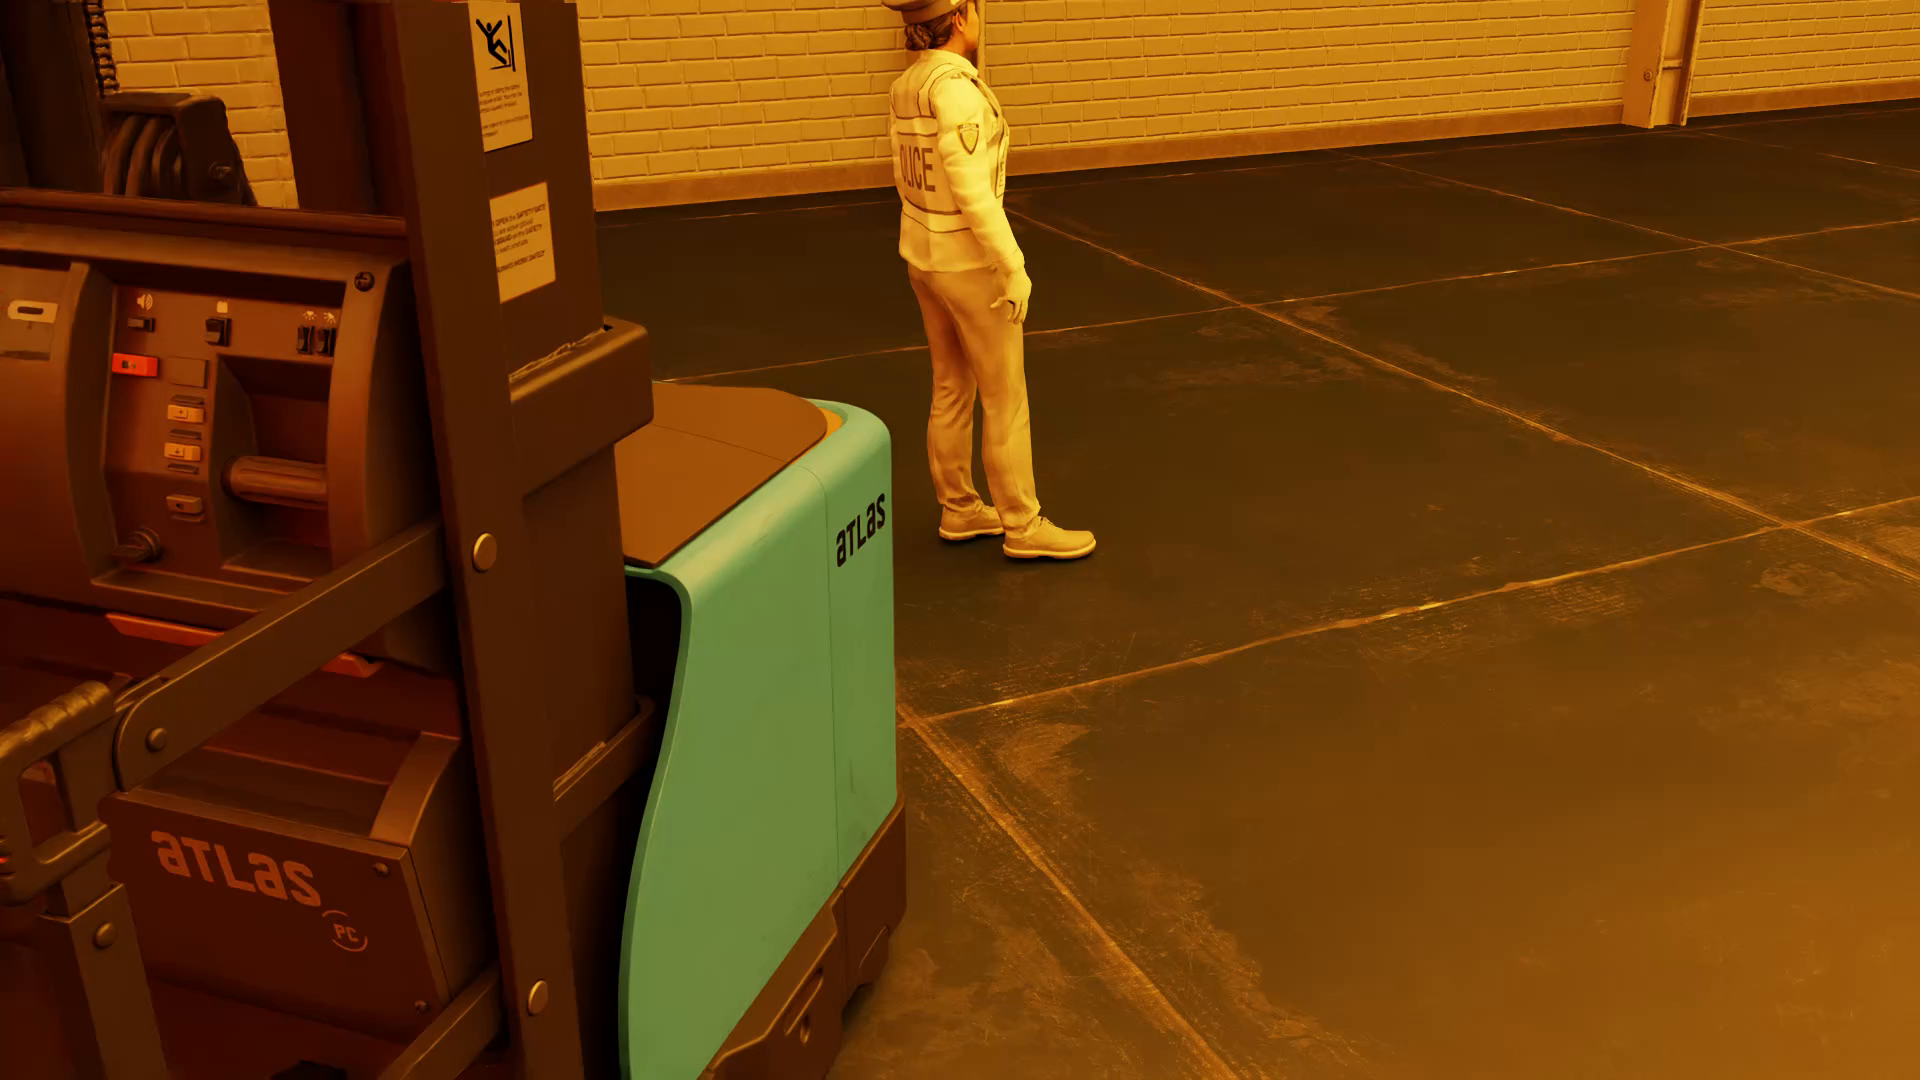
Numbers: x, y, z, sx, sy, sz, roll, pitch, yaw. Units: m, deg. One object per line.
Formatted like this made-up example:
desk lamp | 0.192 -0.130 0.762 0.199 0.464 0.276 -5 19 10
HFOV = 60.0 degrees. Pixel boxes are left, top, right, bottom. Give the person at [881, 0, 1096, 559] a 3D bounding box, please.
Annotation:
person | 0.065 -0.798 4.800 0.529 1.694 0.587 -10 25 -23

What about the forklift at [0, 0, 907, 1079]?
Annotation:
forklift | -1.069 -0.123 1.582 1.130 2.935 3.031 8 24 18
